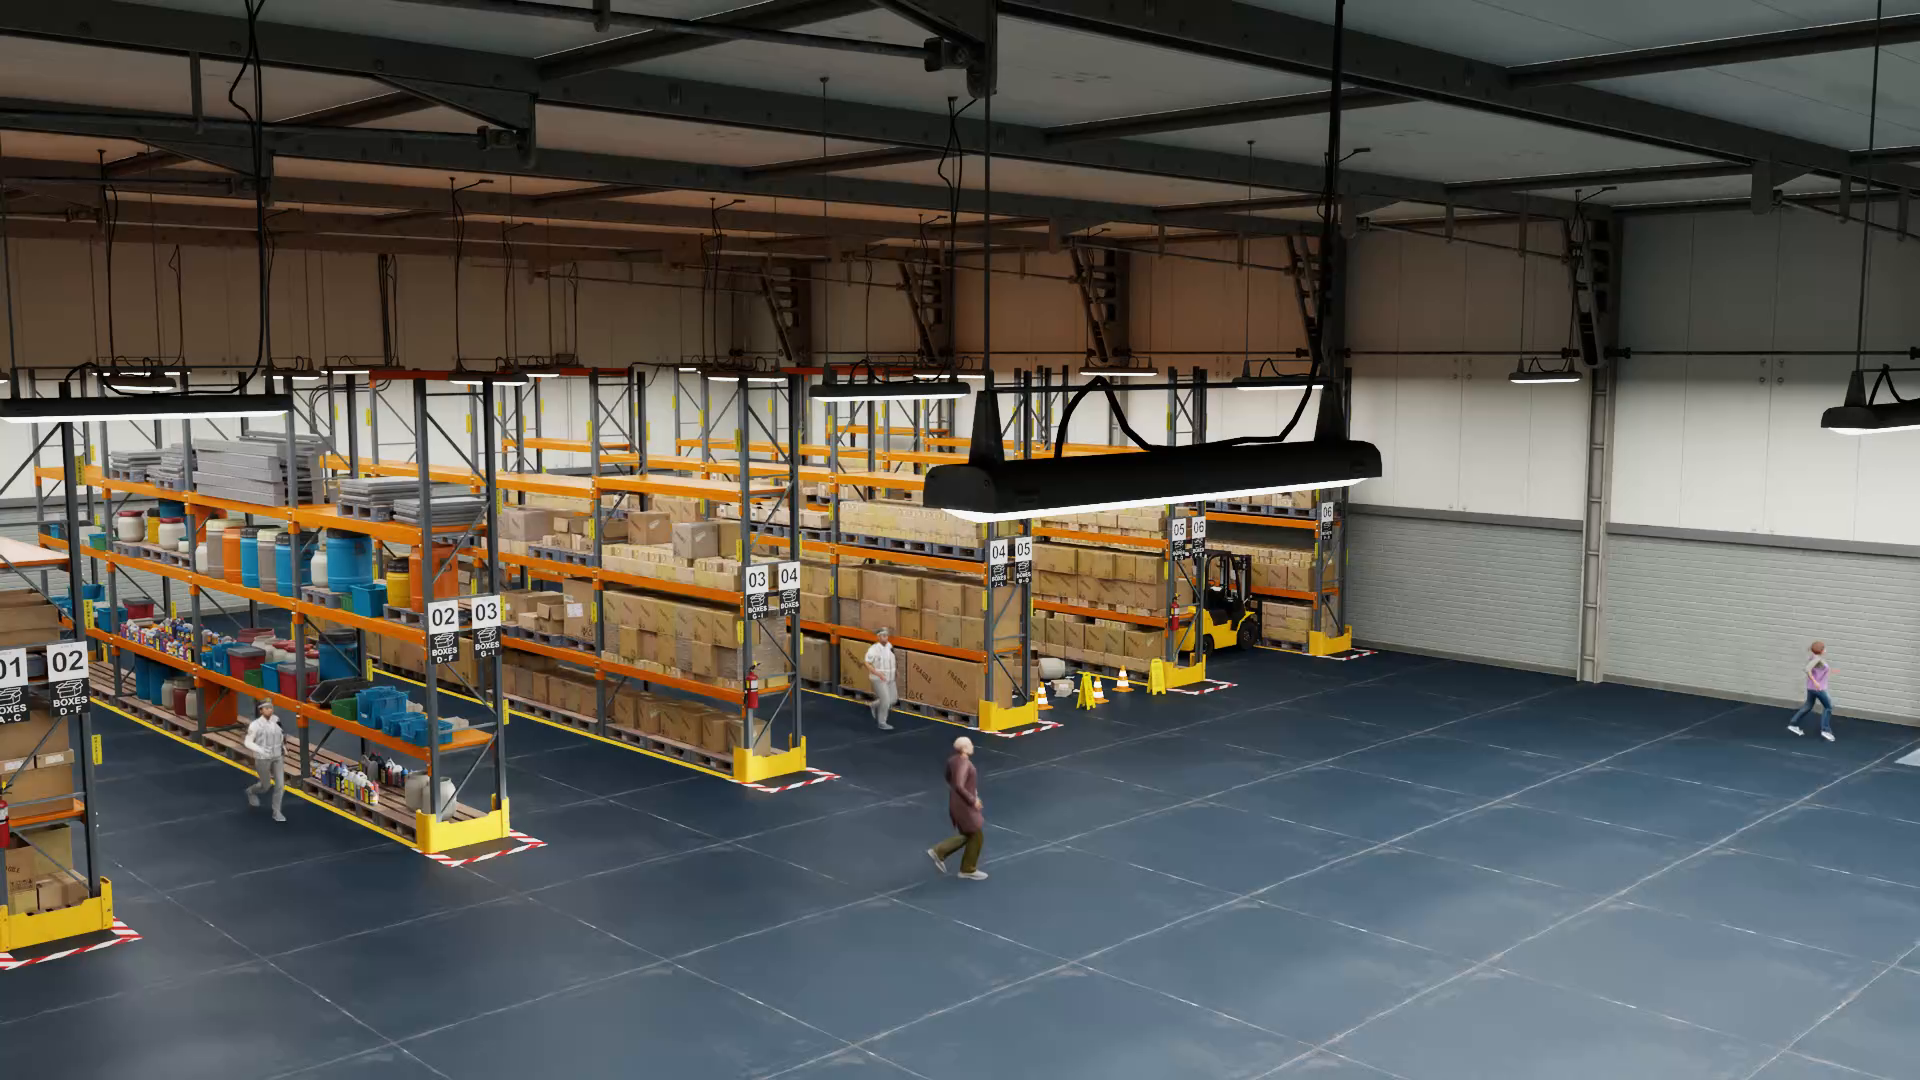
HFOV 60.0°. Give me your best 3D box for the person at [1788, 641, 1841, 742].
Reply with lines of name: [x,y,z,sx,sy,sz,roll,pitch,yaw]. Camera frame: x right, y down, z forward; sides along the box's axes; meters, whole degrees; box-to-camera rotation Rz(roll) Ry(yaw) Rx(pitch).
person: [13.980,2.472,27.186,0.737,1.629,0.510,1,7,12]

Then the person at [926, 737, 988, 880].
person: [-0.020,3.226,19.934,0.741,1.758,0.727,-2,7,-16]

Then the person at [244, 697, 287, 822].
person: [-9.417,2.957,22.625,0.812,1.669,0.619,5,8,37]

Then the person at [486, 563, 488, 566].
person: [-10.599,1.311,37.314,0.619,1.665,0.674,-4,8,-34]

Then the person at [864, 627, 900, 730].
person: [-1.344,2.304,28.021,0.631,1.728,0.710,5,8,39]
